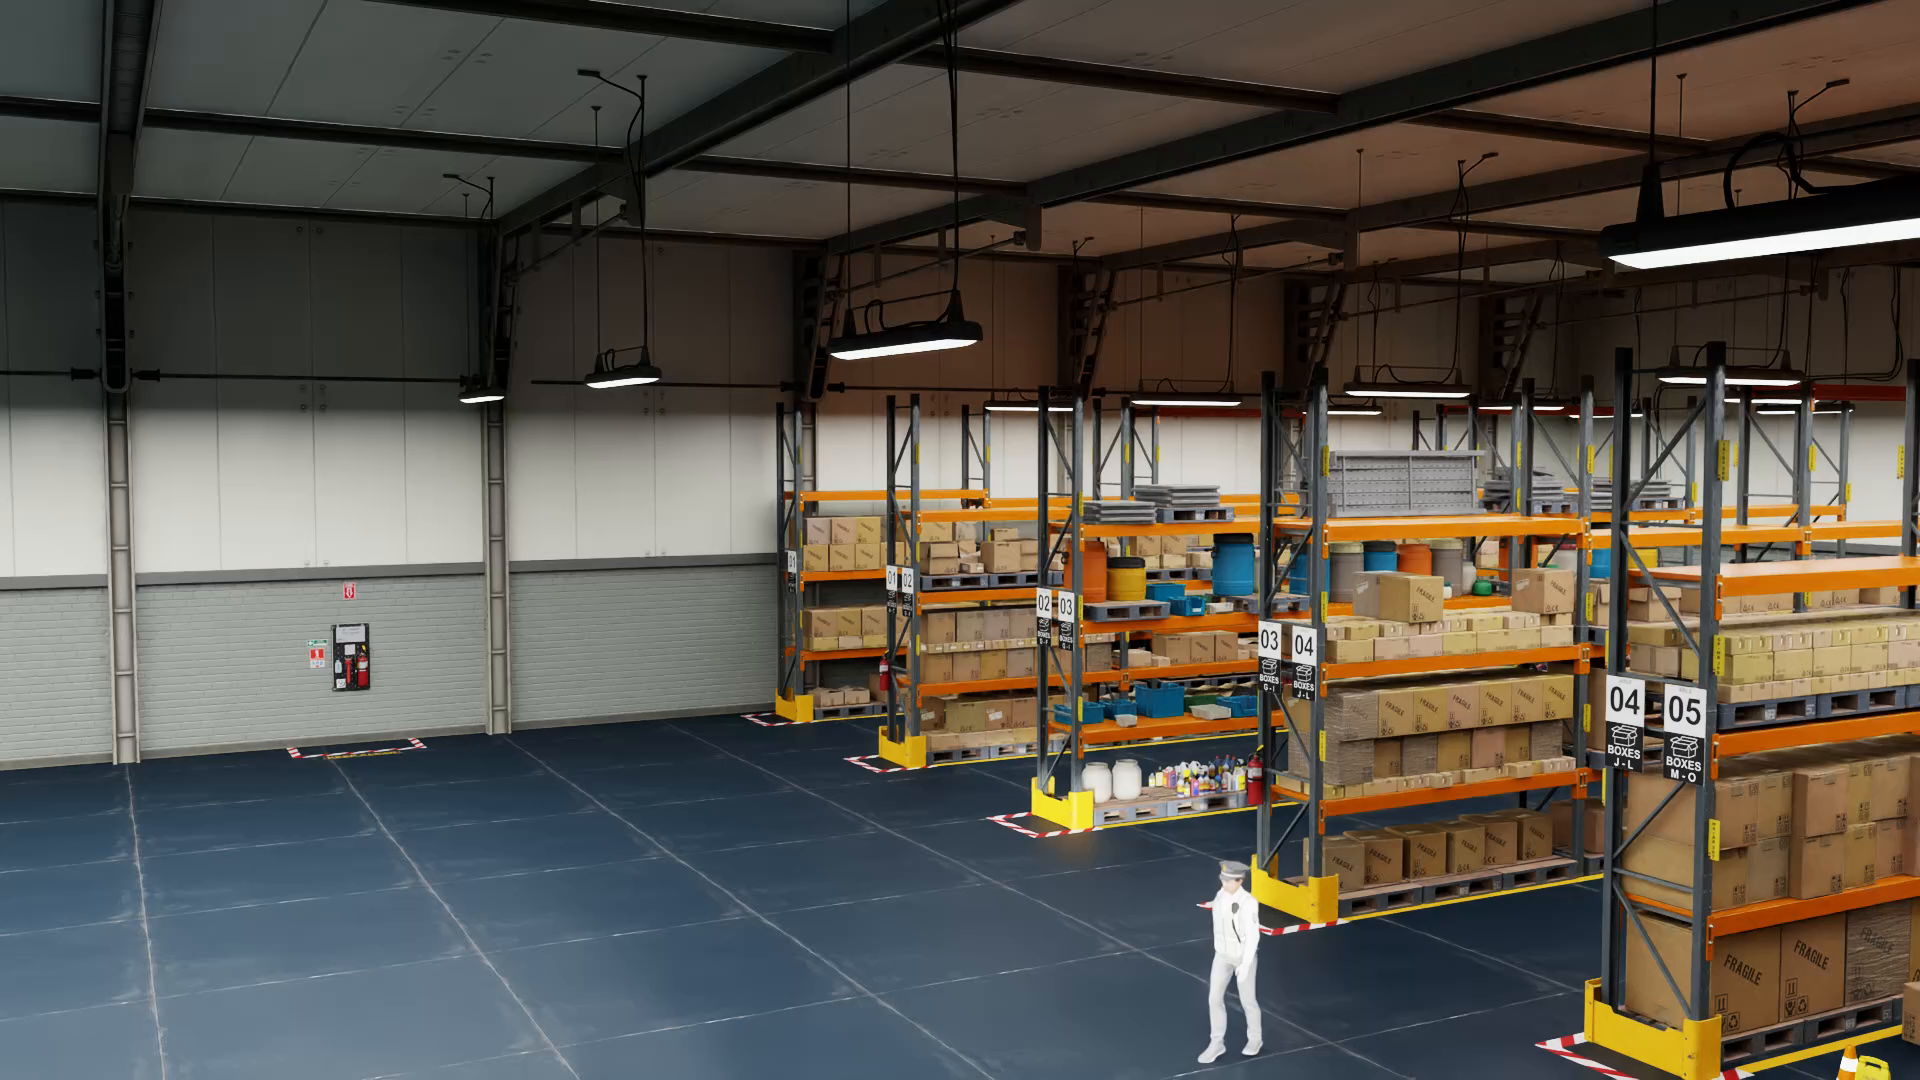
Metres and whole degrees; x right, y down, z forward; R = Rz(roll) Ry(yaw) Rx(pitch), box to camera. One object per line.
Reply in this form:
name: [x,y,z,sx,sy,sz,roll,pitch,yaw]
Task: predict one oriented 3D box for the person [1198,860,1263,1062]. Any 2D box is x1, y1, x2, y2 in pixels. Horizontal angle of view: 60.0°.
person: [2.318,3.548,14.039,0.620,1.688,0.532,-3,4,-40]
